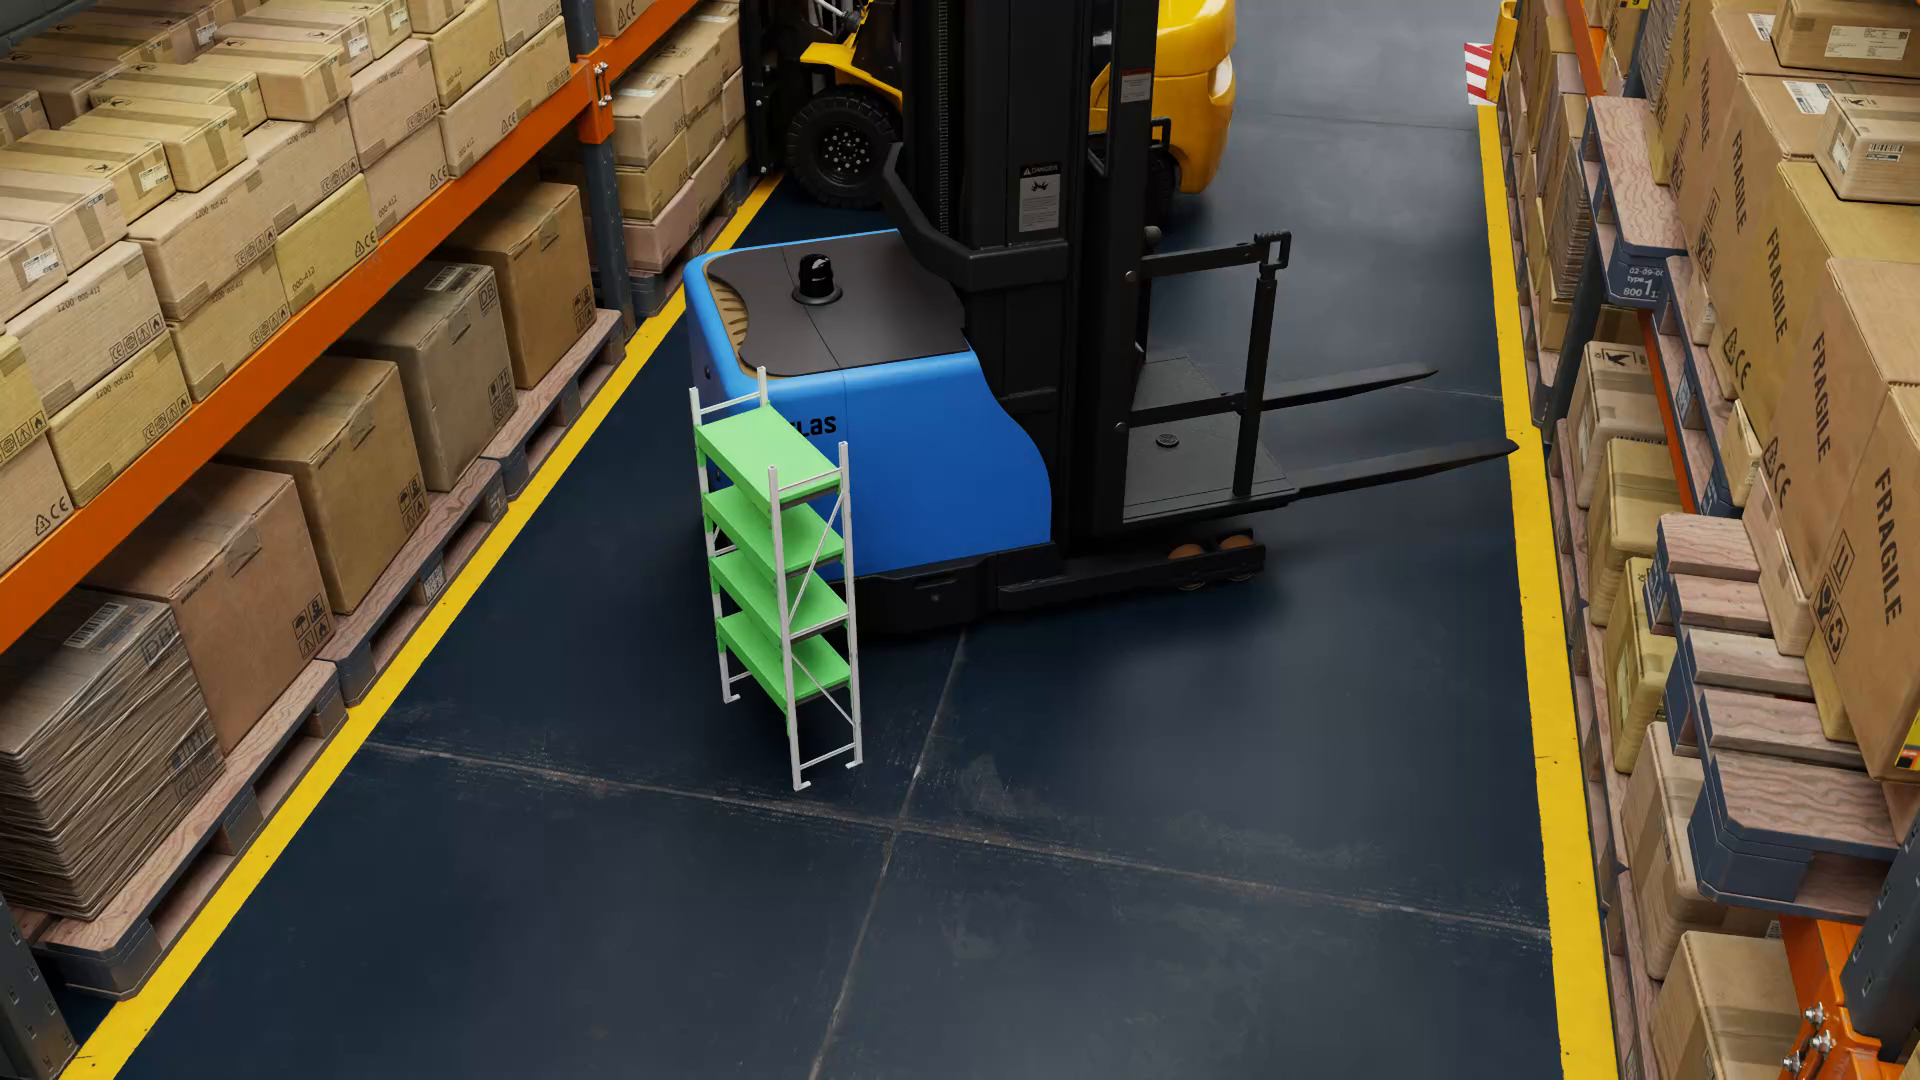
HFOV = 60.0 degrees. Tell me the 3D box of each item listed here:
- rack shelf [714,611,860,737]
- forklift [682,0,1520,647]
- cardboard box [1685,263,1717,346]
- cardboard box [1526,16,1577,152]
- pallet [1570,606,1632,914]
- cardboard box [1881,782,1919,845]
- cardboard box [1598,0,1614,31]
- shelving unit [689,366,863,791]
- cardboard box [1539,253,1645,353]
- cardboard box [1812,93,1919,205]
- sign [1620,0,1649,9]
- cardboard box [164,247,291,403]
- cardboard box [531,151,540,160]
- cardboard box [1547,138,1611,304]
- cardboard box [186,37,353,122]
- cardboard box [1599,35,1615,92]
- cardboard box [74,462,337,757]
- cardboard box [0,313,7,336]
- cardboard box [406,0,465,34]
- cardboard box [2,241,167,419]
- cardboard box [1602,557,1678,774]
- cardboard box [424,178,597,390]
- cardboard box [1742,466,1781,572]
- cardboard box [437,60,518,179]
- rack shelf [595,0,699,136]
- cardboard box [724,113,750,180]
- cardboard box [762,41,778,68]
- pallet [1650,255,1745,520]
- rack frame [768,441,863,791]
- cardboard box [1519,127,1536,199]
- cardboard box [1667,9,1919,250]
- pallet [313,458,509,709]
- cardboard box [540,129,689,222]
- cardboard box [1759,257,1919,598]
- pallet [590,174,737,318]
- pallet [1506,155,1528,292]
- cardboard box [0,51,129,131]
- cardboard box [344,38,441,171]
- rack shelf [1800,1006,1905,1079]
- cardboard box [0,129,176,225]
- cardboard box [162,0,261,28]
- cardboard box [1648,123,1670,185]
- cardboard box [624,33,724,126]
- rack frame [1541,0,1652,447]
[{"bbox_3d":[-0.546,0.381,5.220,0.258,0.148,0.480,-21,41,-26],"label":"rack shelf"},{"bbox_3d":[0.597,-1.292,5.535,3.031,2.935,1.130,-10,37,-13],"label":"forklift"},{"bbox_3d":[2.147,-0.617,4.401,0.380,0.149,0.250,9,37,12],"label":"cardboard box"},{"bbox_3d":[3.064,-2.195,8.068,0.500,0.500,0.500,8,37,11],"label":"cardboard box"},{"bbox_3d":[2.456,0.708,5.094,1.003,0.211,1.213,7,37,10],"label":"pallet"},{"bbox_3d":[1.865,0.438,2.946,0.380,0.149,0.250,9,37,12],"label":"cardboard box"},{"bbox_3d":[2.835,-2.312,6.546,0.500,0.500,0.500,9,37,12],"label":"cardboard box"},{"bbox_3d":[-0.546,0.135,5.042,0.258,1.200,0.503,-21,41,-26],"label":"shelving unit"},{"bbox_3d":[2.743,-0.999,7.057,0.500,0.250,0.500,9,37,12],"label":"cardboard box"},{"bbox_3d":[2.099,-0.843,3.608,0.380,0.149,0.250,6,36,8],"label":"cardboard box"},{"bbox_3d":[2.348,-1.984,5.693,0.100,0.325,0.005,7,37,10],"label":"sign"},{"bbox_3d":[-2.276,-0.643,4.709,0.500,0.250,0.500,6,36,8],"label":"cardboard box"},{"bbox_3d":[-2.054,-1.958,7.528,0.500,0.250,0.500,8,37,11],"label":"cardboard box"},{"bbox_3d":[2.744,-1.303,6.838,0.500,0.500,0.500,7,36,9],"label":"cardboard box"},{"bbox_3d":[-2.052,-1.371,4.948,0.380,0.149,0.250,6,36,9],"label":"cardboard box"},{"bbox_3d":[2.697,-1.834,6.439,0.380,0.149,0.250,8,37,11],"label":"cardboard box"},{"bbox_3d":[-2.546,0.164,5.134,0.875,0.625,0.625,8,37,11],"label":"cardboard box"},{"bbox_3d":[-2.413,-0.499,3.744,0.380,0.149,0.250,8,37,11],"label":"cardboard box"},{"bbox_3d":[-1.894,-1.818,5.564,0.380,0.149,0.250,6,36,9],"label":"cardboard box"},{"bbox_3d":[-2.383,-0.549,4.153,0.500,0.250,0.500,8,37,11],"label":"cardboard box"},{"bbox_3d":[2.473,0.437,4.973,0.950,0.372,0.625,8,37,12],"label":"cardboard box"},{"bbox_3d":[-2.071,-1.098,6.874,0.875,0.625,0.625,9,37,12],"label":"cardboard box"},{"bbox_3d":[1.923,-0.018,3.575,0.380,0.149,0.250,6,36,8],"label":"cardboard box"},{"bbox_3d":[-1.925,-1.518,5.917,0.500,0.250,0.500,7,37,10],"label":"cardboard box"},{"bbox_3d":[-1.543,-3.045,8.508,1.077,0.370,4.000,7,37,10],"label":"rack shelf"},{"bbox_3d":[-1.356,-2.072,8.538,0.500,0.250,0.500,8,37,11],"label":"cardboard box"},{"bbox_3d":[-1.233,-2.553,8.775,0.500,0.250,0.500,7,37,10],"label":"cardboard box"},{"bbox_3d":[2.408,-0.339,4.325,1.003,0.211,1.213,7,37,10],"label":"pallet"},{"bbox_3d":[-0.414,0.255,4.876,0.240,1.200,0.015,-21,41,-26],"label":"rack frame"},{"bbox_3d":[3.071,-1.886,8.281,0.500,0.250,0.500,10,37,13],"label":"cardboard box"},{"bbox_3d":[2.274,-1.099,4.513,0.500,0.500,0.500,7,37,10],"label":"cardboard box"},{"bbox_3d":[-2.348,0.068,5.976,1.003,0.211,1.213,7,37,10],"label":"pallet"},{"bbox_3d":[-1.566,-1.687,7.581,0.500,0.250,0.500,7,37,10],"label":"cardboard box"},{"bbox_3d":[1.950,-0.201,3.274,0.500,0.500,0.500,7,36,9],"label":"cardboard box"},{"bbox_3d":[-1.760,-1.511,8.155,1.003,0.211,1.213,7,37,10],"label":"pallet"},{"bbox_3d":[3.247,-1.532,8.183,1.003,0.211,1.213,7,37,10],"label":"pallet"},{"bbox_3d":[-2.644,-1.294,4.841,0.380,0.149,0.250,8,37,11],"label":"cardboard box"},{"bbox_3d":[-2.043,-1.430,5.368,0.500,0.250,0.500,8,37,11],"label":"cardboard box"},{"bbox_3d":[1.598,2.162,1.325,1.077,0.370,4.000,7,37,10],"label":"rack shelf"},{"bbox_3d":[-2.316,-0.948,4.364,0.380,0.149,0.250,8,37,10],"label":"cardboard box"},{"bbox_3d":[-2.530,-1.739,5.456,0.380,0.149,0.250,7,37,10],"label":"cardboard box"},{"bbox_3d":[2.391,-1.219,5.232,0.380,0.149,0.250,8,37,11],"label":"cardboard box"},{"bbox_3d":[-1.442,-2.181,7.836,0.500,0.250,0.500,7,37,10],"label":"cardboard box"},{"bbox_3d":[2.879,-1.570,5.860,1.000,3.000,0.127,7,37,10],"label":"rack frame"}]
